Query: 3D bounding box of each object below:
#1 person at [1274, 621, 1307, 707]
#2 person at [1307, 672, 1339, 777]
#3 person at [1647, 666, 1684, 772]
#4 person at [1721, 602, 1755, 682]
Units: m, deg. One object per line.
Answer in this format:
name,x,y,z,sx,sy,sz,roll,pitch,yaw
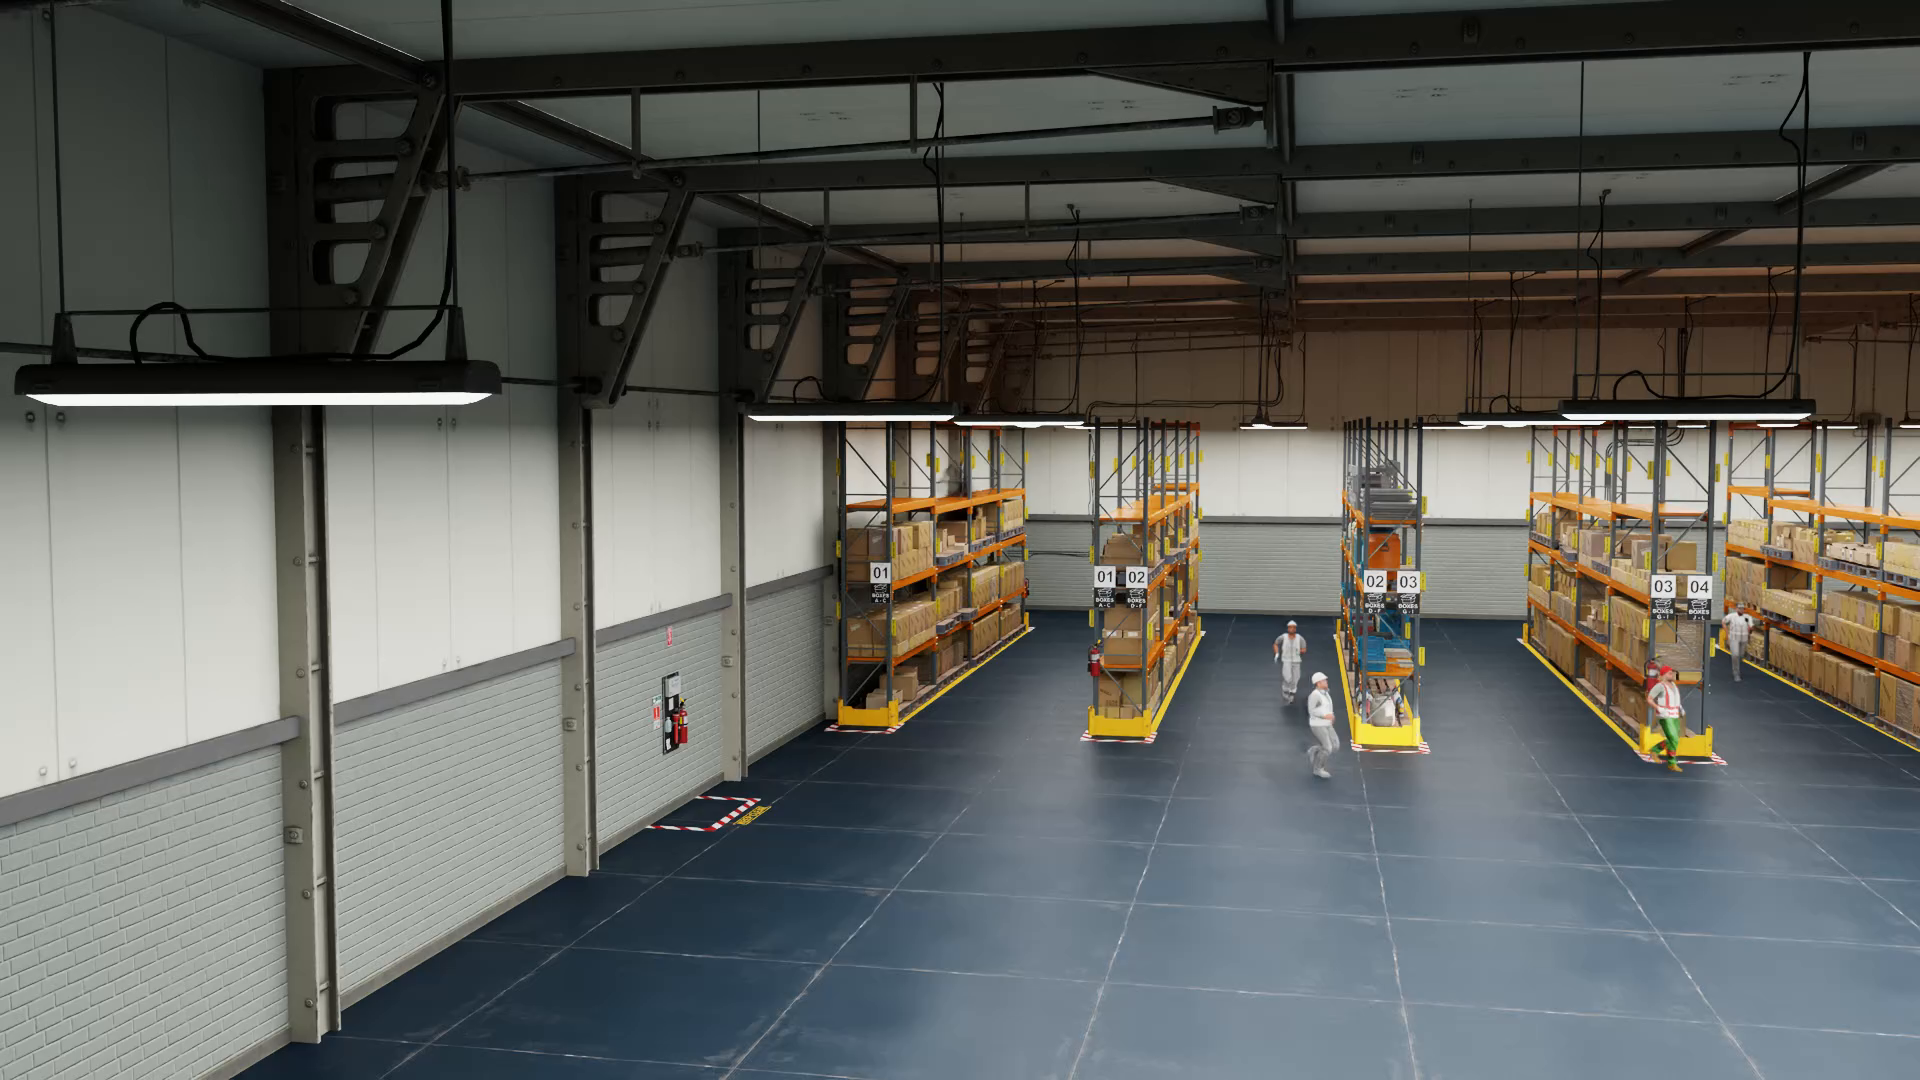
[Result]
person,6.893,2.582,34.630,0.640,1.792,0.709,0,4,1
person,6.016,3.065,27.680,0.547,1.730,0.711,2,4,32
person,12.032,3.027,28.313,0.679,1.774,0.690,-2,4,-32
person,18.042,2.337,38.523,0.653,1.824,0.911,0,4,7
